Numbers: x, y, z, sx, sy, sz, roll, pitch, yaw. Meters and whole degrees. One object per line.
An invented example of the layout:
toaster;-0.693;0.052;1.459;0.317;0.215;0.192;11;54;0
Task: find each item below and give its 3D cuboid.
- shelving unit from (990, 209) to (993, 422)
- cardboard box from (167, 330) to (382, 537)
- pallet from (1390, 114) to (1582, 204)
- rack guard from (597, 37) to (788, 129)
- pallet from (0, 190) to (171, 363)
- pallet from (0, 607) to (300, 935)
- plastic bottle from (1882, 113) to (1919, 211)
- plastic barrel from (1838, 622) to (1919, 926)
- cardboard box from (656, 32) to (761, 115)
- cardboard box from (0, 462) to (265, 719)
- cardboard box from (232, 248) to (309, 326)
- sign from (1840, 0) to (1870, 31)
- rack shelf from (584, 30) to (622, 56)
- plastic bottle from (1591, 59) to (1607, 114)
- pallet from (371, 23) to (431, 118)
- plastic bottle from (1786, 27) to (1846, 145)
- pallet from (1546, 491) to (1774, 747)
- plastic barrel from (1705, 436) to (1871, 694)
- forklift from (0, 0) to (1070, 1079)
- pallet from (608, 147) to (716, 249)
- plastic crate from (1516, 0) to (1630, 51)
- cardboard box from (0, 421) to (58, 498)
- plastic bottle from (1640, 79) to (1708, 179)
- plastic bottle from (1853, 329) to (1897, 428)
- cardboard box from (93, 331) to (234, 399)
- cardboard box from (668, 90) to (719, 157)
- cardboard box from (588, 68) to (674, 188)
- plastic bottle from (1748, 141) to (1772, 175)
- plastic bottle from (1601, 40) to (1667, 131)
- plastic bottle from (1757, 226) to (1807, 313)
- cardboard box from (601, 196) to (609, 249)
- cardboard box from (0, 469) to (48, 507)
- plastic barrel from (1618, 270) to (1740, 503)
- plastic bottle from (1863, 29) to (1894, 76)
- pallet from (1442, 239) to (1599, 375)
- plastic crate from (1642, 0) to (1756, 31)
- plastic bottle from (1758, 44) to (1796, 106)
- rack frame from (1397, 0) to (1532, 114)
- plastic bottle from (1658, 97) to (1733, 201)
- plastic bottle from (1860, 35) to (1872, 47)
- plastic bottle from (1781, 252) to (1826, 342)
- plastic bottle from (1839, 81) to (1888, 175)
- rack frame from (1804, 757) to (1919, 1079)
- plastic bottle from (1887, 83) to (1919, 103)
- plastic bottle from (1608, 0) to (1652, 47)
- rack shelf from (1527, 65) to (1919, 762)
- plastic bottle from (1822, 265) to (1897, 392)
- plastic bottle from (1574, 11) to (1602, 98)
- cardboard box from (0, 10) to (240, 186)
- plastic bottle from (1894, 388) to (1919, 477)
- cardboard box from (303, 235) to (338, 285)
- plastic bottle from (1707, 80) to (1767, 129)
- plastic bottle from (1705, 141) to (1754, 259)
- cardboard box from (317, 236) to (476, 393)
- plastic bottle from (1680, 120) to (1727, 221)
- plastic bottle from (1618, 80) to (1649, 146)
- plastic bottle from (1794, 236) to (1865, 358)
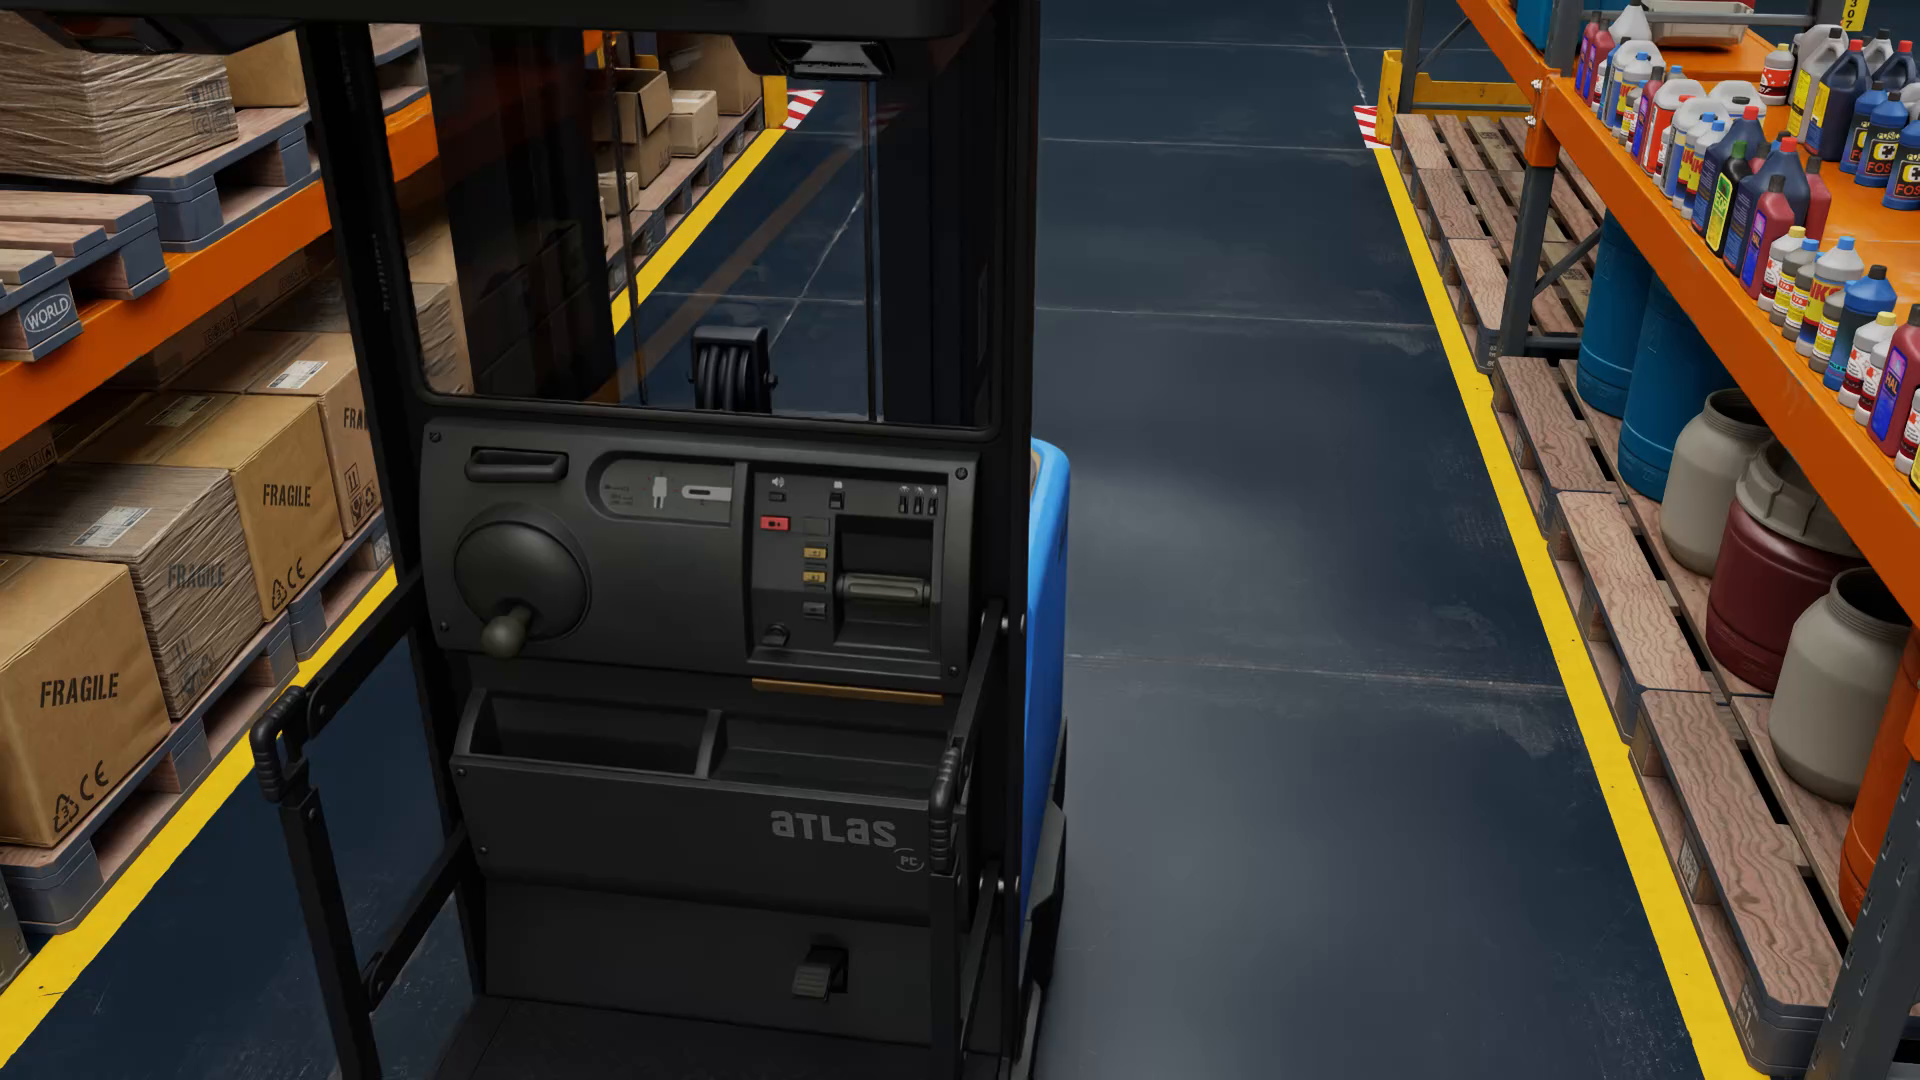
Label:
shelving unit;0.020;-0.606;5.610;0.258;1.200;0.503;3;28;6
cardboard box;-2.165;-0.353;5.415;0.500;0.500;0.500;2;28;4
pallet;3.068;-2.196;9.604;1.003;0.211;1.213;3;28;6
rack guard;-1.717;-2.963;10.724;1.175;0.500;0.348;3;28;6
pallet;-2.675;-0.573;3.853;1.213;0.211;1.003;3;28;6
pallet;-2.559;0.544;4.517;1.003;0.211;1.213;3;28;6
plastic bottle;2.713;-1.083;4.733;0.097;0.271;0.097;0;28;0
plastic barrel;2.271;0.495;3.514;0.600;0.830;0.708;3;28;6
cardboard box;-1.530;-2.923;10.184;0.500;0.500;0.500;3;28;6
cardboard box;-2.290;0.128;4.521;0.500;0.500;0.500;2;28;4
cardboard box;-2.622;-0.956;5.743;0.500;0.250;0.500;3;29;6
sign;3.263;-2.016;6.038;0.100;0.325;0.005;3;28;6
rack shelf;-1.953;-2.842;8.620;1.077;0.370;4.000;3;28;6
plastic bottle;2.237;-1.574;5.718;0.097;0.201;0.097;0;28;0
pallet;-2.404;-1.762;6.061;1.003;0.211;1.213;3;28;6
plastic bottle;2.787;-1.462;5.353;0.144;0.351;0.185;3;28;6
pallet;2.435;0.237;5.087;1.003;0.211;1.213;3;28;6
plastic barrel;2.409;0.070;4.558;0.600;0.588;0.708;3;28;6
forklift;-0.468;0.066;2.538;1.130;2.935;3.031;4;29;8
pallet;-1.966;-1.888;9.032;1.003;0.211;1.213;3;28;6
plastic crate;2.436;-2.186;6.599;0.392;0.384;0.575;3;28;6
cardboard box;-2.804;-0.238;4.410;0.500;0.250;0.500;4;29;8
plastic bottle;2.169;-1.241;5.022;0.152;0.276;0.135;3;28;6
plastic bottle;1.914;-0.334;3.417;0.097;0.201;0.097;0;28;0
cardboard box;-2.685;-0.372;5.450;0.500;0.500;0.500;2;28;4
cardboard box;-1.676;-2.367;9.416;0.500;0.250;0.500;3;28;6
cardboard box;-1.973;-2.196;8.832;0.797;0.503;0.637;3;28;6
plastic bottle;2.093;-0.892;4.367;0.061;0.283;0.133;3;28;6
plastic bottle;2.238;-1.505;5.511;0.152;0.276;0.135;3;28;6
plastic bottle;1.998;-0.655;4.012;0.097;0.201;0.097;0;28;0
cardboard box;-1.932;-1.412;7.579;0.500;0.311;0.500;3;28;6
cardboard box;-2.806;0.119;4.538;0.500;0.500;0.500;4;29;8
plastic barrel;2.547;-0.600;5.470;0.600;0.901;0.708;3;28;6
plastic bottle;2.930;-1.454;5.338;0.144;0.351;0.185;3;28;6
pallet;2.769;-1.048;7.473;1.003;0.211;1.213;3;28;6
plastic crate;3.076;-2.387;6.888;0.402;0.464;0.583;3;28;6
plastic bottle;2.864;-1.634;5.830;0.097;0.201;0.097;0;28;0
rack frame;3.208;-3.810;9.659;1.000;3.000;0.127;3;28;6
plastic bottle;2.141;-1.132;4.819;0.152;0.276;0.135;3;28;6
plastic bottle;3.007;-1.560;5.606;0.061;0.283;0.133;3;28;6
plastic bottle;1.974;-0.563;3.842;0.097;0.201;0.097;0;28;0
plastic bottle;2.758;-1.255;5.053;0.097;0.271;0.097;0;28;0
rack frame;2.231;-0.044;2.669;0.949;2.616;0.053;3;28;6
plastic bottle;2.884;-1.259;5.055;0.152;0.276;0.135;3;28;6
plastic bottle;2.348;-1.740;5.868;0.144;0.351;0.185;3;28;6
rack shelf;2.473;-0.669;4.588;1.077;0.370;4.000;3;28;6
plastic bottle;1.938;-0.456;3.570;0.097;0.271;0.097;0;28;0
plastic bottle;2.249;-1.728;5.918;0.061;0.283;0.133;3;28;6
cardboard box;-2.421;-1.285;4.425;0.700;0.500;0.500;9;30;16
plastic bottle;1.886;-0.225;3.215;0.097;0.201;0.097;0;28;0
cardboard box;-2.553;-0.845;6.327;0.500;0.500;0.500;4;29;7
plastic bottle;2.320;-1.232;5.005;0.152;0.276;0.135;3;28;6
plastic bottle;2.033;-0.896;4.373;0.061;0.283;0.133;3;28;6
cardboard box;-2.043;-0.829;6.298;0.500;0.500;0.500;3;29;6
plastic bottle;2.088;-1.031;4.637;0.097;0.271;0.097;0;28;0
plastic bottle;2.185;-1.373;5.345;0.097;0.201;0.097;0;28;0
plastic bottle;1.962;-0.548;3.740;0.097;0.271;0.097;0;28;0
